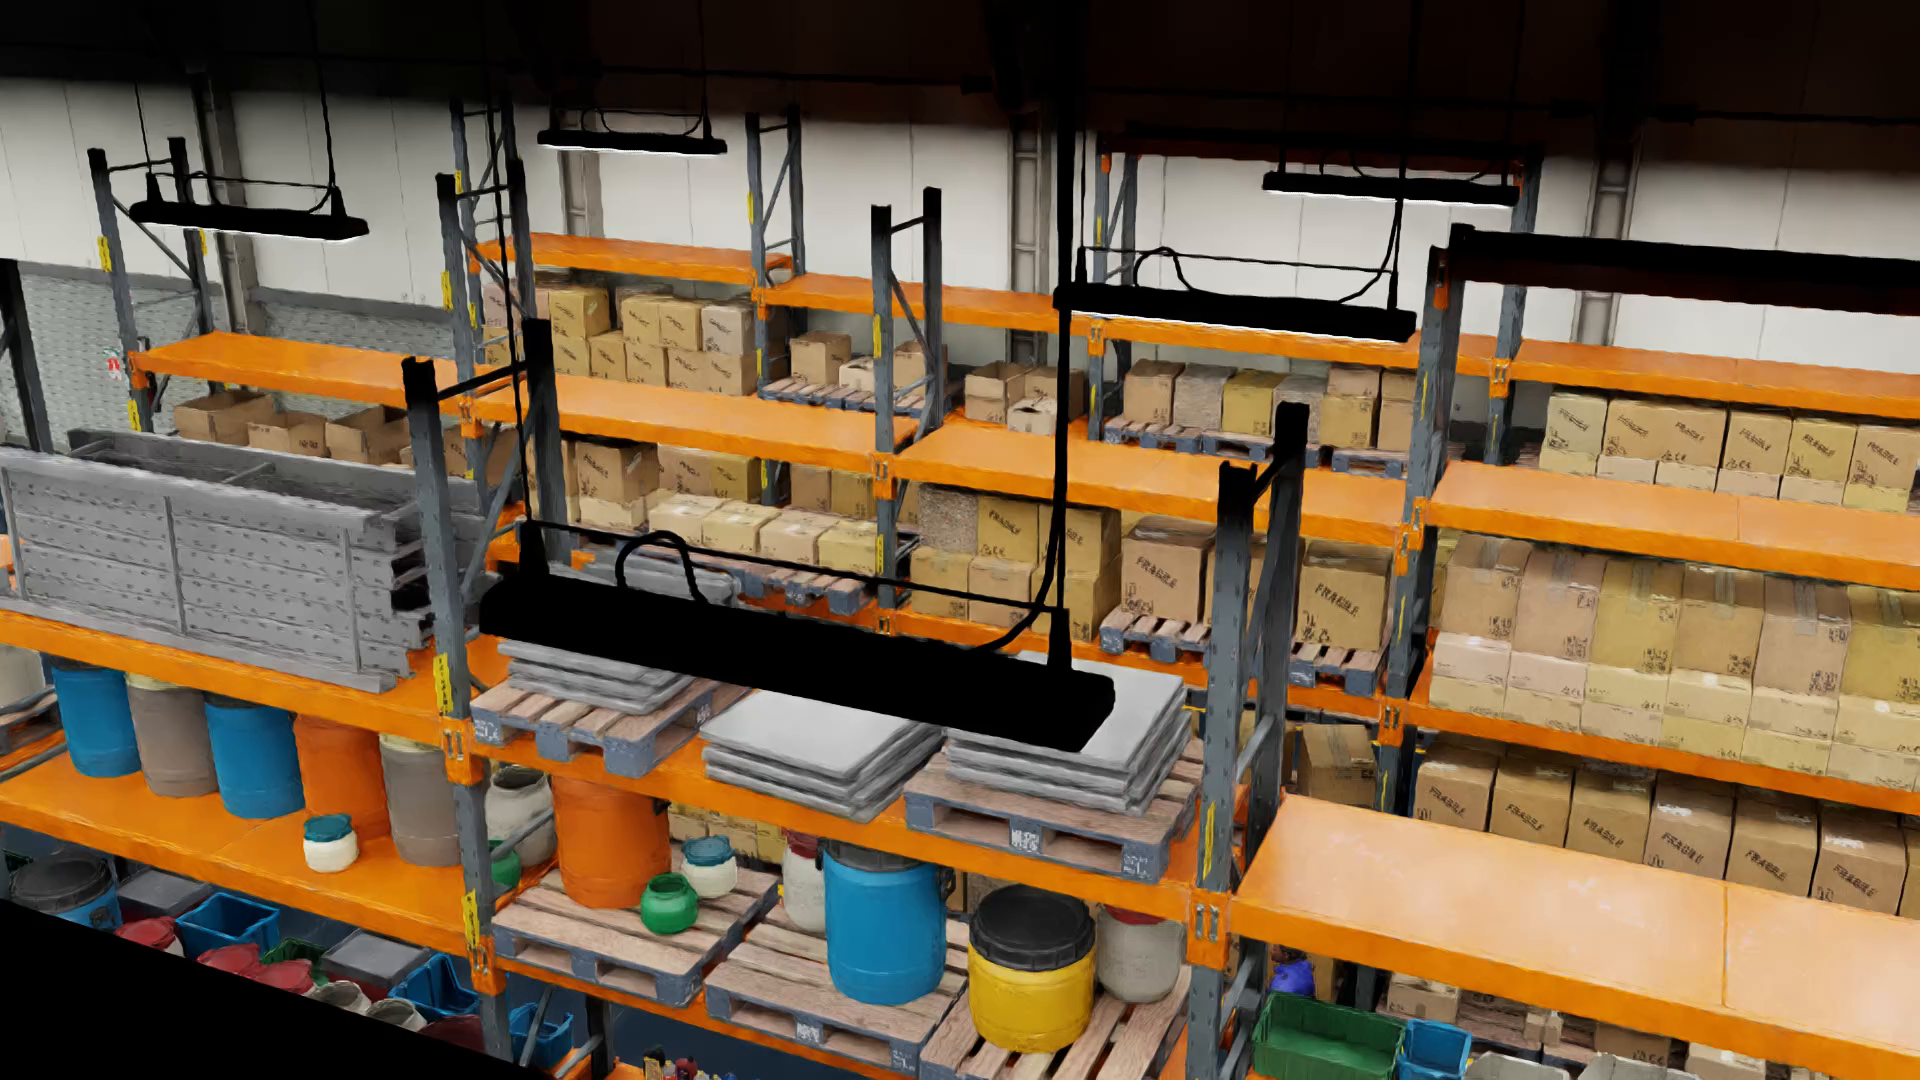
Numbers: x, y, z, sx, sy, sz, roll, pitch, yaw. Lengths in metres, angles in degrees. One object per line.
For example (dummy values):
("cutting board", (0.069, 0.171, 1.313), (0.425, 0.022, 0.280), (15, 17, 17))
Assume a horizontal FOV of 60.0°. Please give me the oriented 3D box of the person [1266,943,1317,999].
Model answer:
("person", (2.239, 3.390, 11.367), (0.985, 1.596, 0.463), (8, 22, 21))
